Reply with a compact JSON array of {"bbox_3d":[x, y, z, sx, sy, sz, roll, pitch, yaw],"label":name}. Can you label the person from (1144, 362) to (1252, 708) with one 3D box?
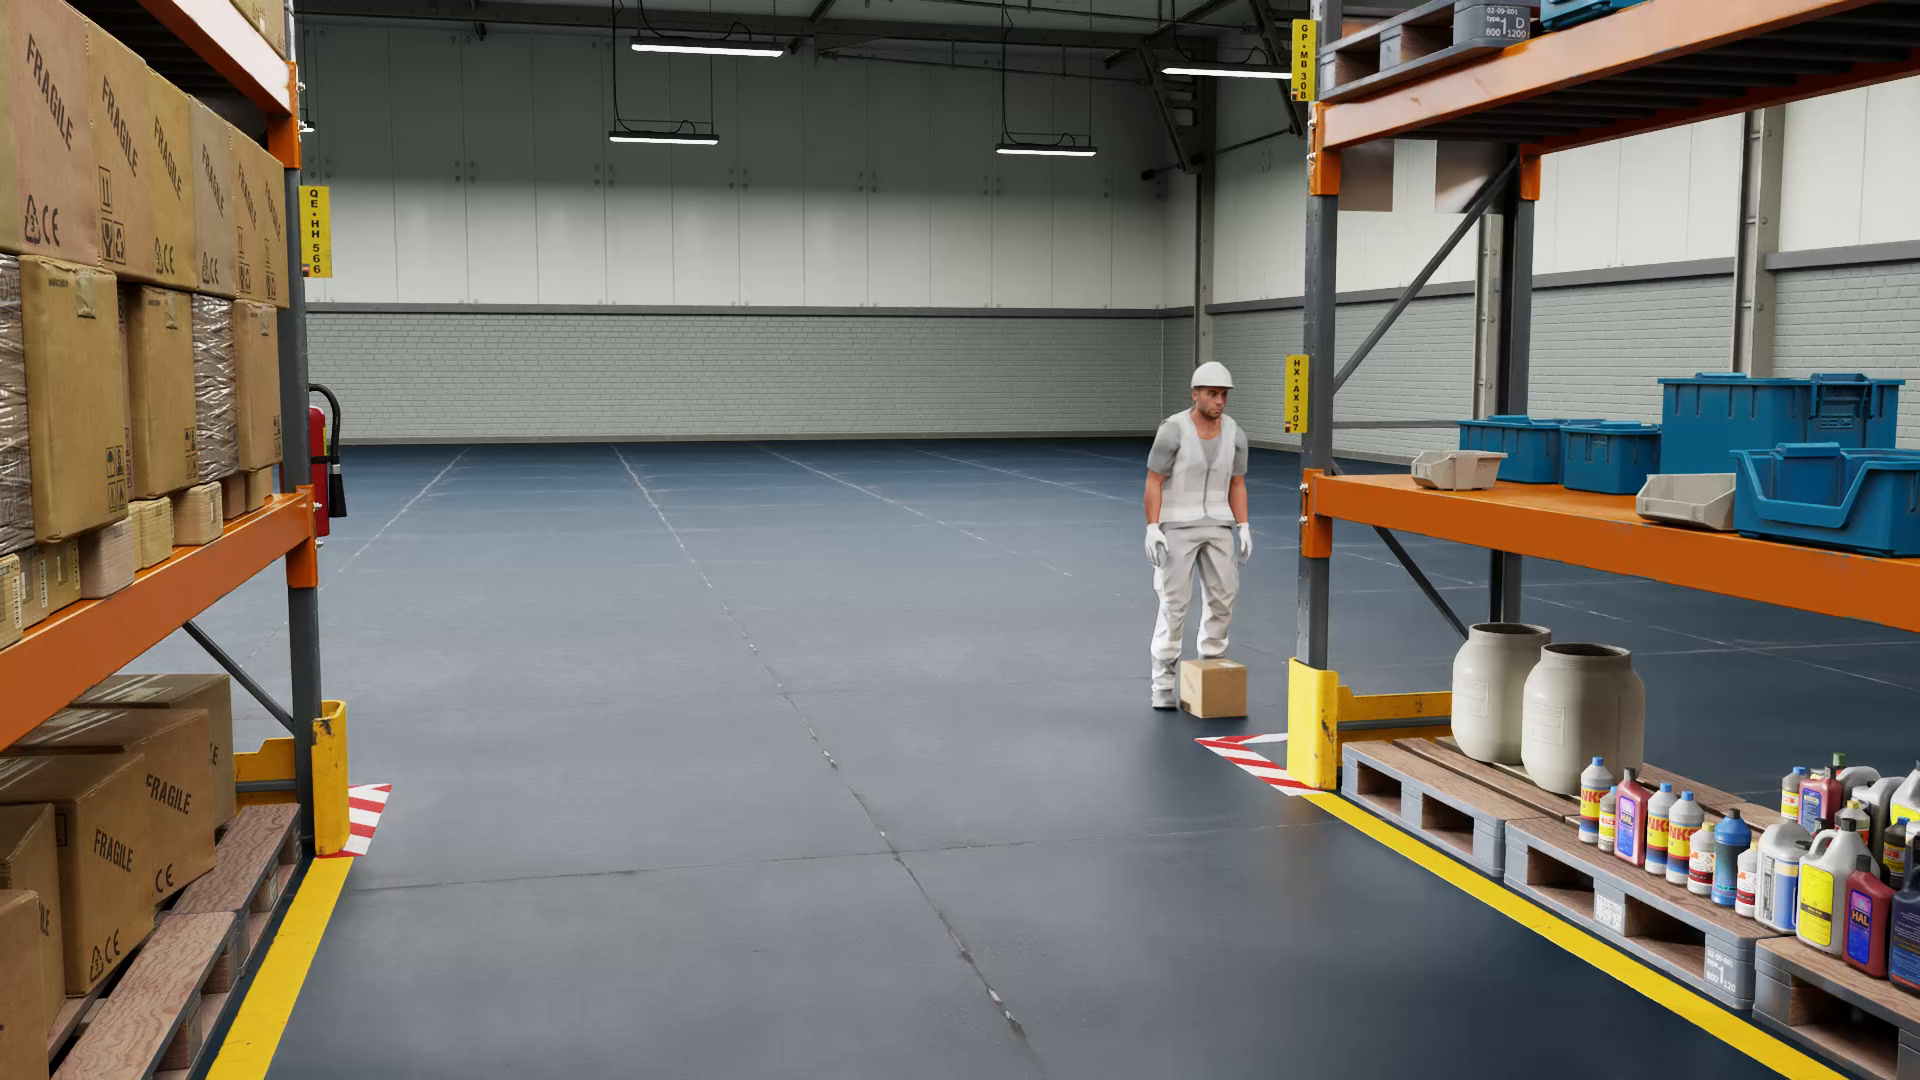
[{"bbox_3d":[1.235,-0.027,8.591,0.603,1.777,0.454,-2,6,-16],"label":"person"}]
